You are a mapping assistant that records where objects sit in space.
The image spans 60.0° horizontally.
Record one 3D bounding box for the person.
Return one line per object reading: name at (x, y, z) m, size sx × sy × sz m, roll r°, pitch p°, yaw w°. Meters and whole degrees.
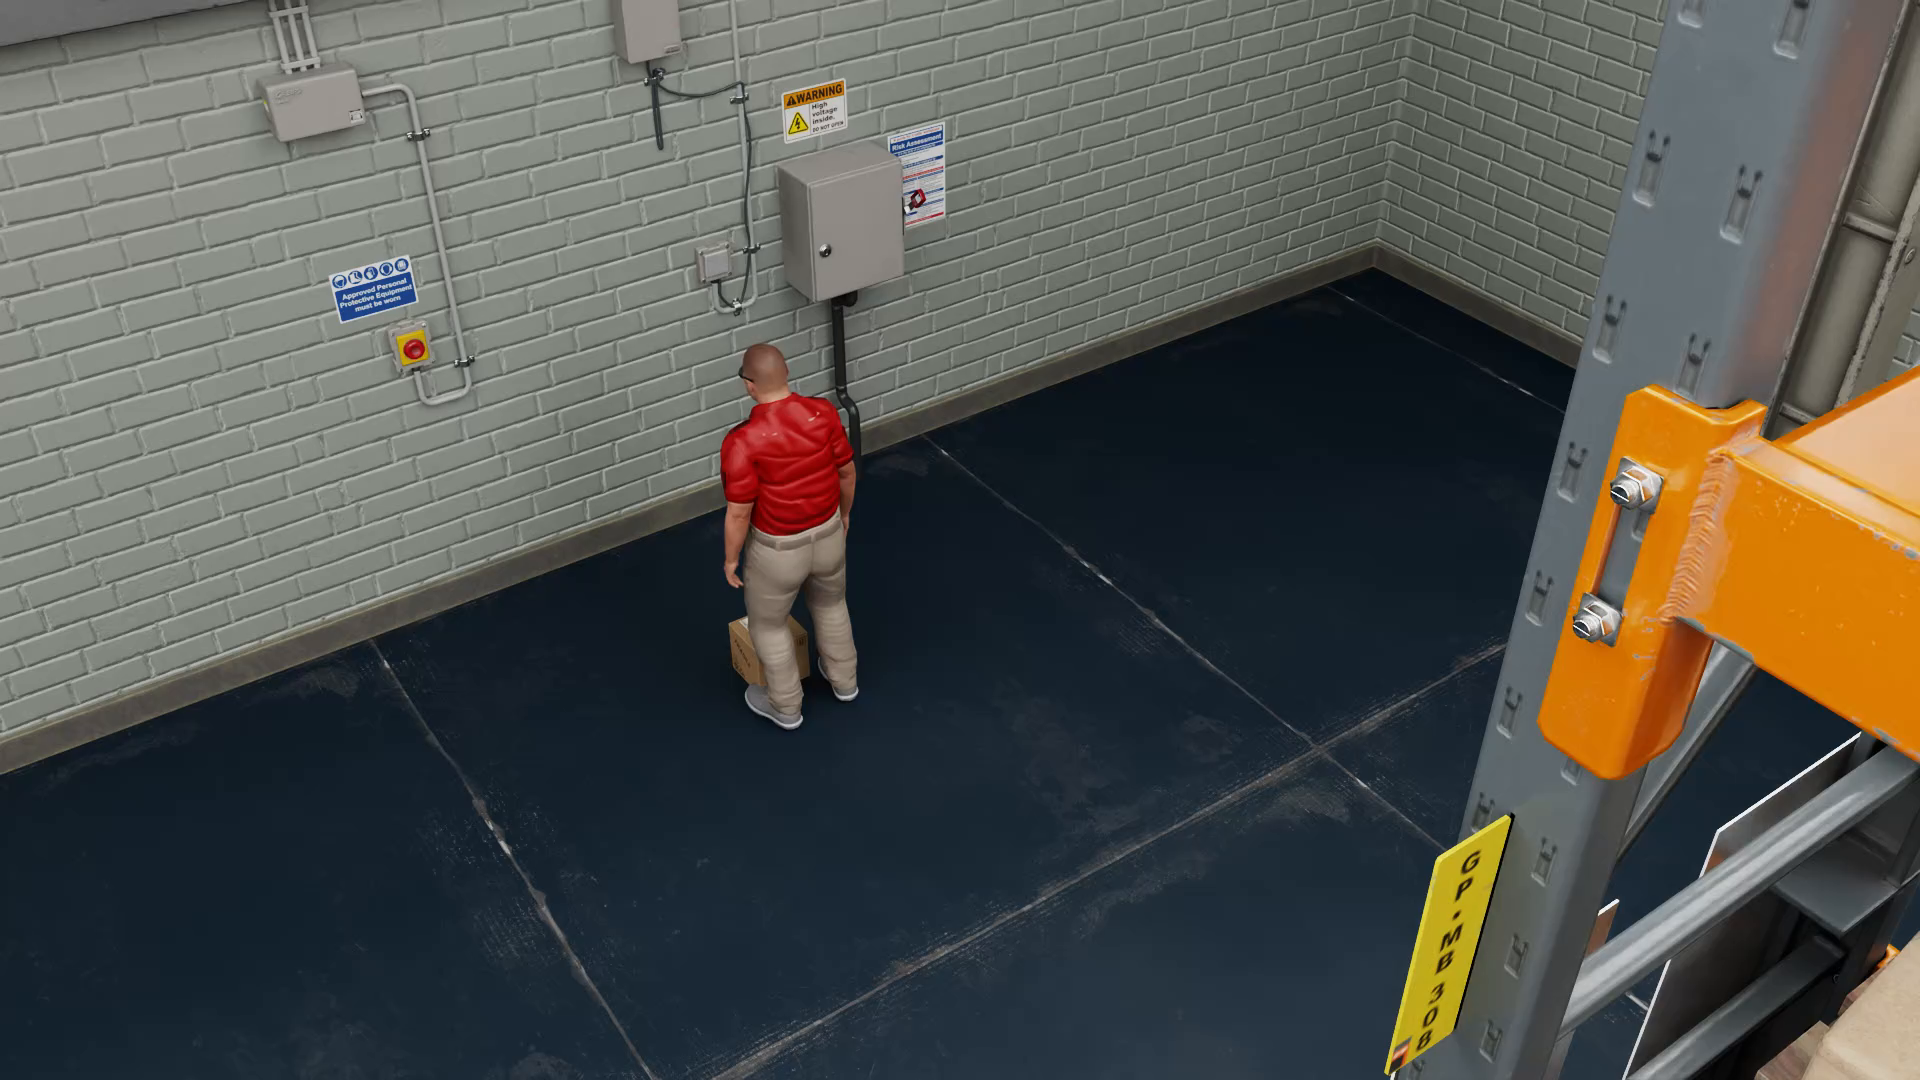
person at (-0.680, 0.001, 6.658) m, size 0.587 × 1.726 × 0.389 m, roll -23°, pitch 42°, yaw -28°
